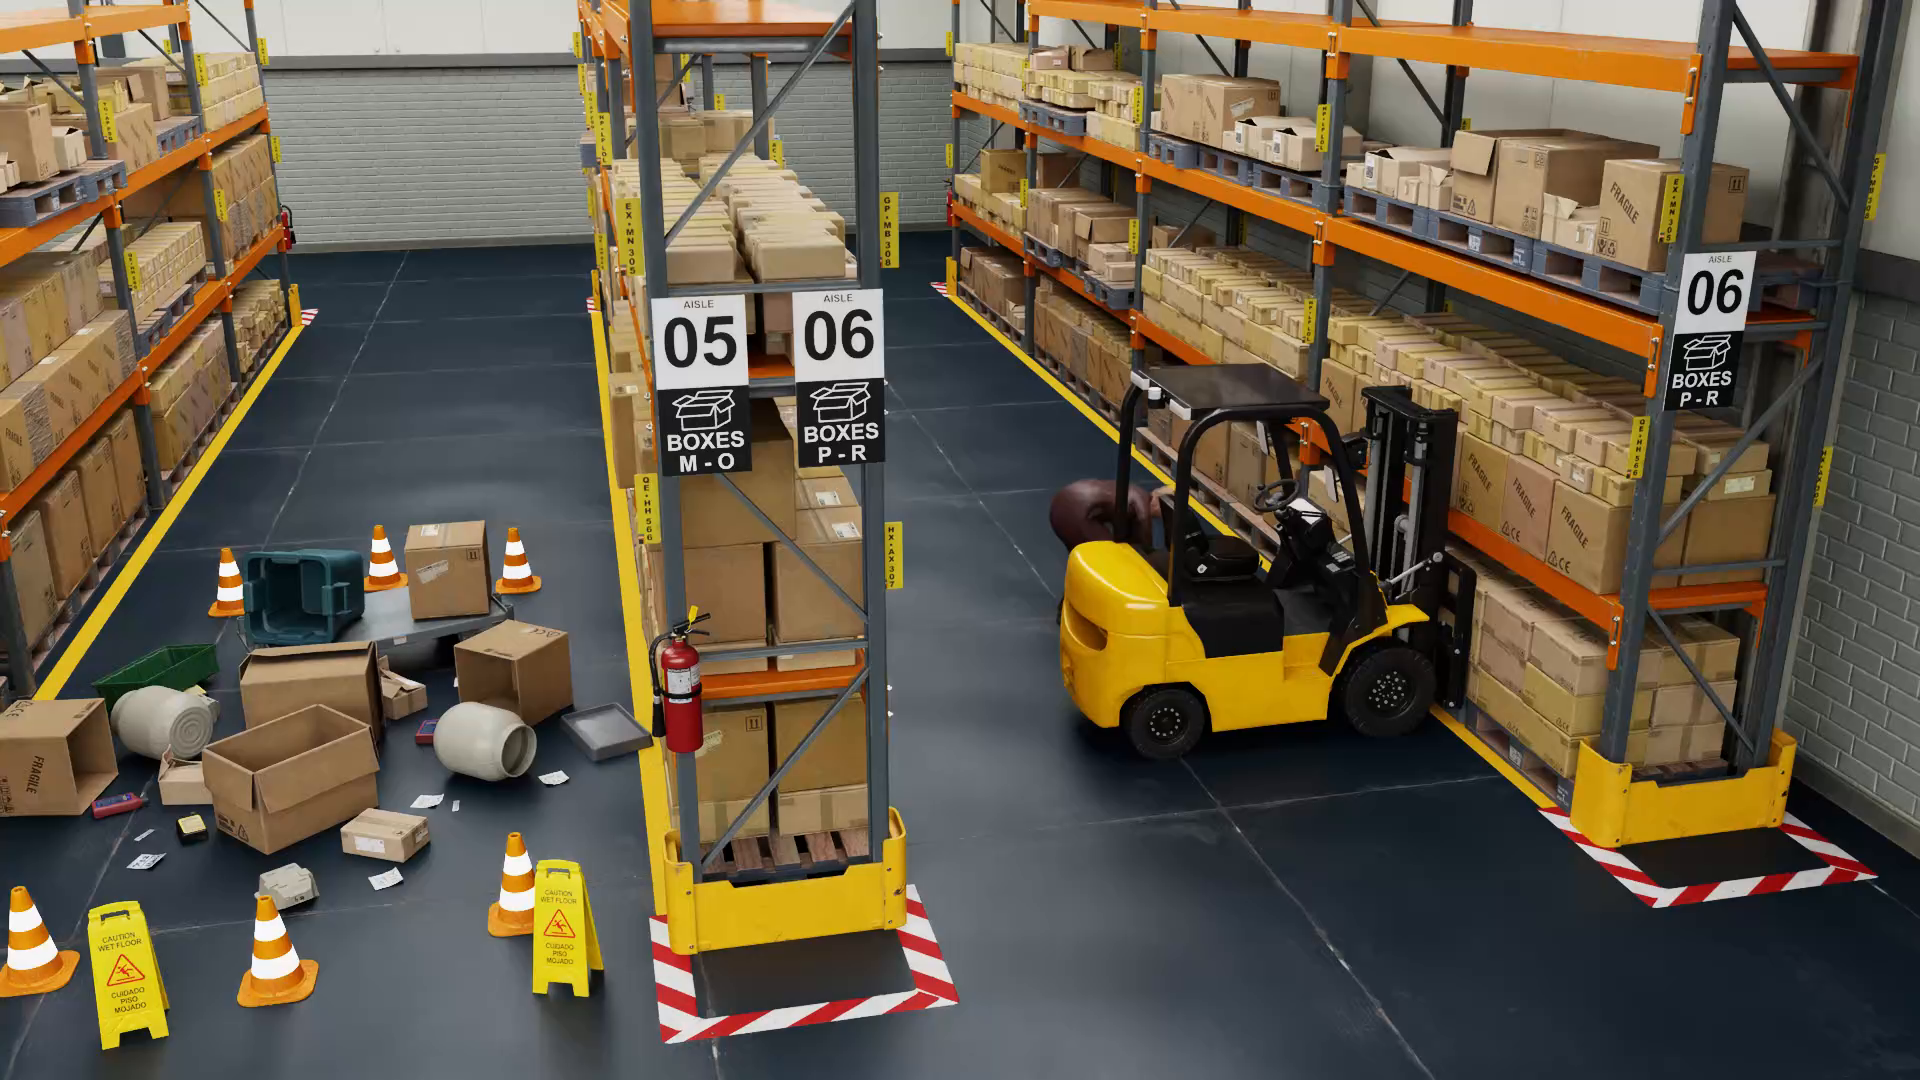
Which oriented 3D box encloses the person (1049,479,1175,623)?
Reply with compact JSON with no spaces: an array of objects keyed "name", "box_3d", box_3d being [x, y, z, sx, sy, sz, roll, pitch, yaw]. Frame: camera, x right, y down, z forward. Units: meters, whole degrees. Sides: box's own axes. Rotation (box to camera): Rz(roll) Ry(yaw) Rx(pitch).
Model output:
[{"name":"person","box_3d":[1.096,0.090,11.855,0.951,1.101,0.576,-5,20,-15]}]
